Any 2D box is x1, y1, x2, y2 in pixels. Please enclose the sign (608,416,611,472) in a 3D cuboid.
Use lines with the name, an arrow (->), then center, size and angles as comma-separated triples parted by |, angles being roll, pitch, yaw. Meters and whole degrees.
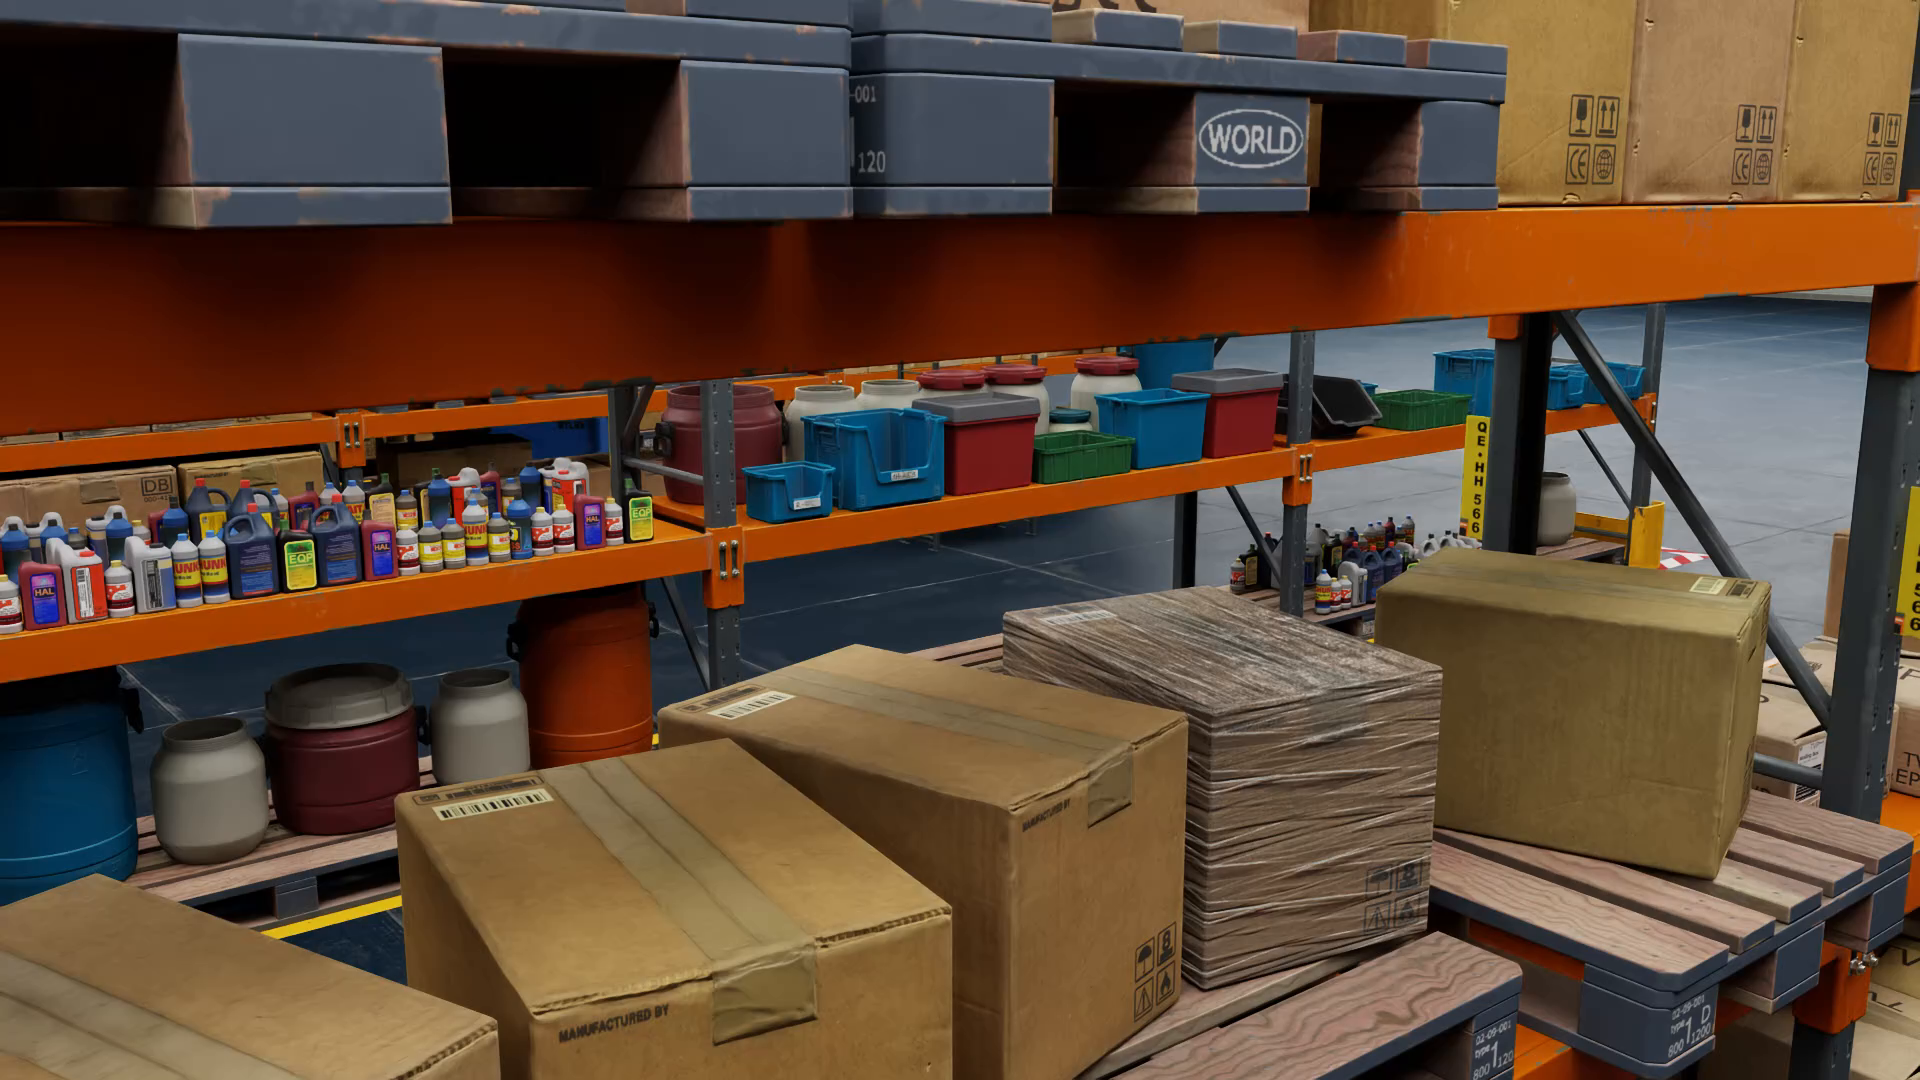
sign -> -1.720, -0.479, 8.272 | 0.005, 0.325, 0.100 | -9, 15, -38

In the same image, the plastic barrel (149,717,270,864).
plastic barrel -> -3.009, 1.001, 6.672 | 0.421, 0.512, 0.421 | 0, 12, 0

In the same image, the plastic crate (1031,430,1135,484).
plastic crate -> 0.569, -0.455, 9.059 | 0.662, 0.188, 0.450 | -9, 15, -38

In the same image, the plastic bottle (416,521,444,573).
plastic bottle -> -2.158, 0.025, 6.766 | 0.097, 0.201, 0.097 | 0, 12, 0

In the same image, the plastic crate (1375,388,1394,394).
plastic crate -> 2.863, -0.953, 11.530 | 0.437, 0.136, 0.530 | -9, 15, -38

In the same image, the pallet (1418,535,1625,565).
pallet -> 4.209, 0.137, 12.477 | 1.213, 0.211, 1.003 | -9, 15, -38

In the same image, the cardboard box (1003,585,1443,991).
cardboard box -> 0.466, 0.426, 3.149 | 0.500, 0.500, 0.700 | -6, 13, -27

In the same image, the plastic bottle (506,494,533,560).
plastic bottle -> -1.854, -0.059, 6.997 | 0.097, 0.271, 0.097 | 0, 12, 0

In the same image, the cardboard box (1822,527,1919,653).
cardboard box -> 3.021, 0.223, 5.115 | 0.500, 0.500, 0.500 | -11, 16, -41

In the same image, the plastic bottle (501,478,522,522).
plastic bottle -> -2.094, -0.187, 7.767 | 0.097, 0.201, 0.097 | 0, 12, 0

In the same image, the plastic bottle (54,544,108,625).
plastic bottle -> -3.172, 0.150, 5.999 | 0.135, 0.276, 0.152 | -9, 15, -38

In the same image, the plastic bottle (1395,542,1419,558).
plastic bottle -> 3.010, 0.149, 11.204 | 0.135, 0.276, 0.152 | -9, 15, -38

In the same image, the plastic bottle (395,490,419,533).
plastic bottle -> -2.484, -0.122, 7.462 | 0.097, 0.201, 0.097 | 0, 12, 0

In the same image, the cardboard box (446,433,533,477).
cardboard box -> -3.552, -0.636, 12.556 | 0.500, 0.250, 0.500 | -7, 14, -31

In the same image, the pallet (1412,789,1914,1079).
pallet -> 1.235, 0.686, 3.639 | 1.003, 0.211, 1.213 | -9, 15, -38

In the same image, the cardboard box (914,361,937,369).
cardboard box -> -0.415, -1.591, 14.505 | 0.250, 0.149, 0.380 | -9, 15, -38

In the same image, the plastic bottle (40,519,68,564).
plastic bottle -> -3.512, 0.055, 6.459 | 0.097, 0.271, 0.097 | 0, 12, 0

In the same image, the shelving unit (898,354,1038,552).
shelving unit -> 0.067, -0.745, 13.525 | 1.048, 1.500, 0.538 | -9, 15, -38

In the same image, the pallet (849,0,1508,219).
pallet -> -0.042, -0.572, 2.332 | 1.003, 0.211, 1.213 | -9, 15, -38

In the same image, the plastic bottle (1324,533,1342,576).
plastic bottle -> 2.562, 0.099, 11.419 | 0.133, 0.283, 0.061 | -9, 15, -38

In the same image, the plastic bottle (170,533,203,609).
plastic bottle -> -2.883, 0.112, 6.191 | 0.097, 0.271, 0.097 | 0, 12, 0

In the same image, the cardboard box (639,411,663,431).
cardboard box -> -3.826, -1.688, 18.459 | 0.875, 0.875, 0.875 | -9, 15, -37

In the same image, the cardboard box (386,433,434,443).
cardboard box -> -5.545, -1.336, 17.106 | 0.750, 0.750, 1.050 | -9, 15, -38

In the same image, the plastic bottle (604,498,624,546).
plastic bottle -> -1.521, -0.080, 7.264 | 0.097, 0.201, 0.097 | 0, 12, 0

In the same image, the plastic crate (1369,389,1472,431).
plastic crate -> 2.989, -0.857, 10.953 | 0.662, 0.188, 0.450 | -9, 15, -38

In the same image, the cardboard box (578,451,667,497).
cardboard box -> -2.655, -0.418, 13.336 | 0.500, 0.500, 0.700 | -11, 16, -42

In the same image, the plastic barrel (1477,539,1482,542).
plastic barrel -> 4.019, -0.175, 12.210 | 0.421, 0.512, 0.421 | 0, 12, 0

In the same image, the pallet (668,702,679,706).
pallet -> -0.741, 0.959, 8.606 | 1.213, 0.211, 1.003 | -9, 15, -38

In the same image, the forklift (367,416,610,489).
forklift -> -4.511, -1.566, 13.946 | 3.031, 2.935, 1.130 | -1, 12, -4

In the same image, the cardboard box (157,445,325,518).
cardboard box -> -5.017, -0.194, 11.427 | 0.875, 0.875, 1.225 | -10, 16, -40

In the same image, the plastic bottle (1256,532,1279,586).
plastic bottle -> 2.076, 0.120, 11.160 | 0.185, 0.351, 0.144 | -10, 16, -39

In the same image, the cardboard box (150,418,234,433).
cardboard box -> -5.088, -0.996, 10.855 | 0.500, 0.500, 0.500 | -10, 15, -38

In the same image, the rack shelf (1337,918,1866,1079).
rack shelf -> 0.159, 1.104, 2.940 | 4.000, 0.370, 1.077 | -9, 15, -38

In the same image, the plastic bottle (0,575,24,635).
plastic bottle -> -3.349, 0.223, 5.834 | 0.097, 0.201, 0.097 | 0, 12, 0

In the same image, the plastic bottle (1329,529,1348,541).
plastic bottle -> 2.607, 0.069, 11.579 | 0.135, 0.276, 0.152 | -9, 15, -37

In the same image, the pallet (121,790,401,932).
pallet -> -2.912, 1.319, 6.908 | 1.213, 0.211, 1.003 | -9, 15, -38

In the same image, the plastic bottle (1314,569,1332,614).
plastic bottle -> 2.276, 0.319, 10.415 | 0.097, 0.271, 0.097 | 0, 12, 0

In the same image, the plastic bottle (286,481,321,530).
plastic bottle -> -2.841, -0.108, 7.196 | 0.133, 0.283, 0.061 | -9, 15, -38

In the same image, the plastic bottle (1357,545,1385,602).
plastic bottle -> 2.642, 0.213, 10.723 | 0.185, 0.351, 0.144 | -9, 15, -36

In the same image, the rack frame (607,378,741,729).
rack frame -> -1.371, -0.311, 7.873 | 0.127, 3.000, 1.000 | -9, 15, -38

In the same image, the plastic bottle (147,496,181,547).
plastic bottle -> -3.271, -0.037, 6.860 | 0.133, 0.283, 0.061 | -9, 15, -38

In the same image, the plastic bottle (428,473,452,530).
plastic bottle -> -2.341, -0.164, 7.490 | 0.097, 0.271, 0.097 | 0, 12, 0

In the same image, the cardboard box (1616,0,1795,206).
cardboard box -> 1.003, -0.895, 3.161 | 0.500, 0.500, 0.910 | -9, 15, -38

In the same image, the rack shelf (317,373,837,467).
rack shelf -> -2.903, -1.022, 12.953 | 4.000, 0.370, 1.077 | -9, 15, -38

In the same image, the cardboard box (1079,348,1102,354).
cardboard box -> 1.125, -1.856, 15.754 | 0.250, 0.149, 0.380 | -9, 15, -38

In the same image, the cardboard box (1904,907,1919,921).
cardboard box -> 3.118, 1.202, 5.004 | 0.500, 0.311, 0.500 | -10, 16, -39

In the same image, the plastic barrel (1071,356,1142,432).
plastic barrel -> 0.869, -0.808, 9.886 | 0.433, 0.535, 0.433 | 0, 12, 0

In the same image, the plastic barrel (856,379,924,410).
plastic barrel -> -0.372, -0.589, 8.911 | 0.421, 0.512, 0.421 | 0, 12, 0

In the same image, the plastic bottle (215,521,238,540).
plastic bottle -> -2.821, 0.063, 6.420 | 0.097, 0.271, 0.097 | 0, 12, 0

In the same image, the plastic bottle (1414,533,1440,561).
plastic bottle -> 3.122, 0.133, 11.098 | 0.185, 0.351, 0.144 | -10, 15, -38

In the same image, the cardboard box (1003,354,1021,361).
cardboard box -> 0.344, -1.726, 15.142 | 0.250, 0.149, 0.380 | -9, 15, -38

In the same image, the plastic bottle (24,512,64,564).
plastic bottle -> -3.604, 0.035, 6.543 | 0.135, 0.276, 0.152 | -9, 15, -38

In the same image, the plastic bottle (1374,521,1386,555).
plastic bottle -> 2.998, -0.001, 11.920 | 0.097, 0.271, 0.097 | 0, 12, 0

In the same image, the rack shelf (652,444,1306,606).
rack shelf -> 0.191, -0.219, 9.170 | 4.000, 0.370, 1.077 | -9, 15, -38
